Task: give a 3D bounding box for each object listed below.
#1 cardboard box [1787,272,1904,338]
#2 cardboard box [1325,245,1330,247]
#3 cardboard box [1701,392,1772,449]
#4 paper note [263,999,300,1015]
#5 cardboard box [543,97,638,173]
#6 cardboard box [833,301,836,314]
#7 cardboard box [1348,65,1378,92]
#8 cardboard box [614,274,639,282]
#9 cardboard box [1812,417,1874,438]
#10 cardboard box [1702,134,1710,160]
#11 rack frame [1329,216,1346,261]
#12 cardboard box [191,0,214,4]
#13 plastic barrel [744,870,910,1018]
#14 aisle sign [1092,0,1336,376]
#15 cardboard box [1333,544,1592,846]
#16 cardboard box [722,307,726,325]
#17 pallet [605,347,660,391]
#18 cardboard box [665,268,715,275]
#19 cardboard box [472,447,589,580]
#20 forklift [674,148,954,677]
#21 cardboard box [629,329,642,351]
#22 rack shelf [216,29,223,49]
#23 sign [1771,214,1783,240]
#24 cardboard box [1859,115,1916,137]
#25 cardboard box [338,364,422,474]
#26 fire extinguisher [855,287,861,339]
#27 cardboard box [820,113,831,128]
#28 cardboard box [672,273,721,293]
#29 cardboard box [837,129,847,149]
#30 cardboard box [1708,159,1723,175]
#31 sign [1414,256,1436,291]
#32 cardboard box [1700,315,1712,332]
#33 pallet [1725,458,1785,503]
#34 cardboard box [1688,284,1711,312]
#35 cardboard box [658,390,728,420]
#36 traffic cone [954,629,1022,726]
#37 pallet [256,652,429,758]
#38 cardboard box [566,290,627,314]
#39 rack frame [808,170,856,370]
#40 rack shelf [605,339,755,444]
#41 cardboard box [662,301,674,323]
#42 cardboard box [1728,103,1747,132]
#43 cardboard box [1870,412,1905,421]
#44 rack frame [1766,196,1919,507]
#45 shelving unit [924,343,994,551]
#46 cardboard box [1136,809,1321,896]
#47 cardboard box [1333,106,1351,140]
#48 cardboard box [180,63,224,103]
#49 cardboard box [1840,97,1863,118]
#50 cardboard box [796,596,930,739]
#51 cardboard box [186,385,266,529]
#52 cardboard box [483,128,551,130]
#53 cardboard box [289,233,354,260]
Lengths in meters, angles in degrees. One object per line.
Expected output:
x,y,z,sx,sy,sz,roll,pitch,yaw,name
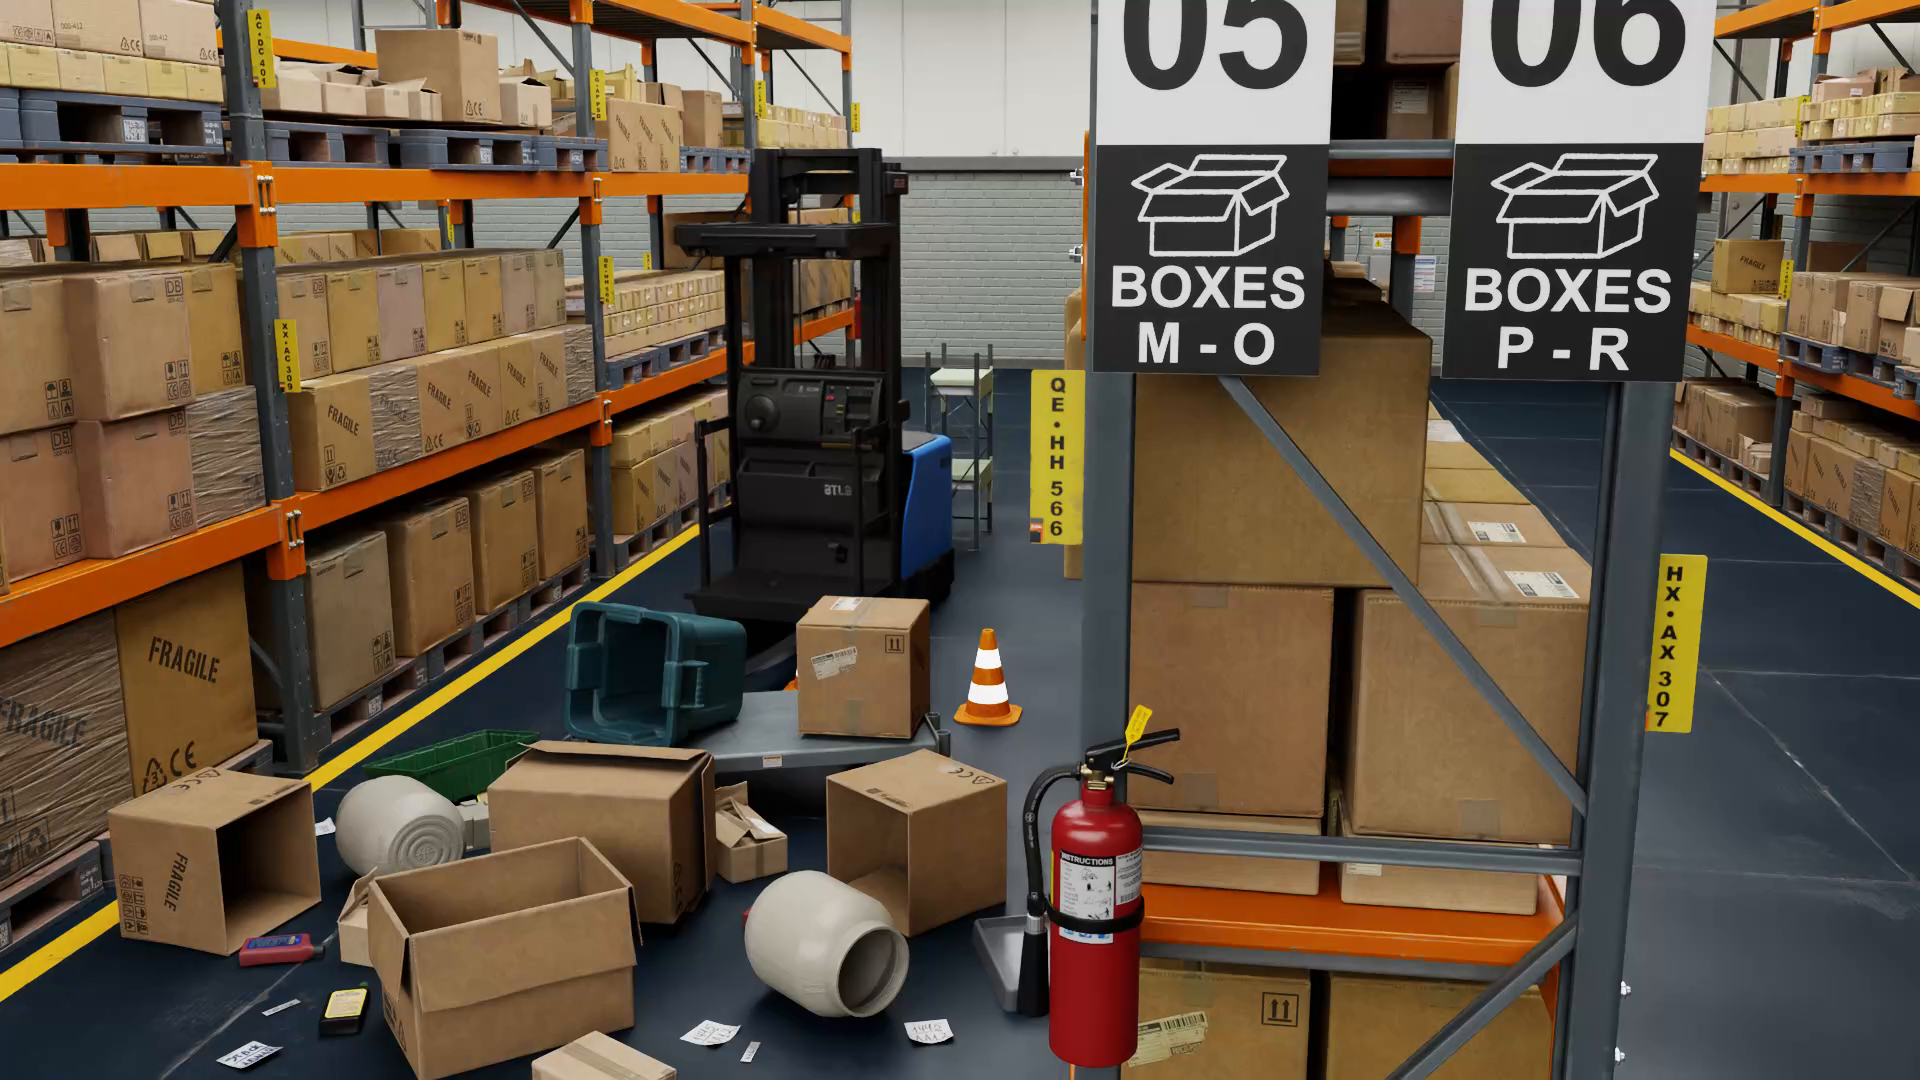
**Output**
7.181,-1.908,13.493,0.700,0.500,0.500,2,12,10,cardboard box
2.341,-1.811,11.664,0.500,0.500,0.500,2,12,9,cardboard box
7.554,-1.156,16.172,0.500,0.500,0.500,2,12,10,cardboard box
-2.297,1.582,5.629,0.032,0.001,0.123,10,15,38,paper note
-2.599,-2.839,11.692,0.500,0.500,0.500,2,12,9,cardboard box
-1.590,-2.576,18.424,0.380,0.149,0.250,2,12,8,cardboard box
1.154,-1.148,3.732,0.500,0.250,0.500,2,12,8,cardboard box
-2.970,-2.189,14.220,0.380,0.149,0.250,2,12,8,cardboard box
7.193,-0.922,13.546,0.380,0.149,0.250,2,12,7,cardboard box
7.696,-3.928,16.632,0.500,0.250,0.500,2,12,10,cardboard box
1.957,-1.075,10.860,1.000,3.000,0.127,2,12,9,rack frame
-3.307,-2.282,6.813,0.380,0.149,0.250,2,12,8,cardboard box
-0.452,1.371,5.627,0.421,0.421,0.512,-10,16,-40,plastic barrel
0.430,-0.677,2.842,0.394,0.787,0.004,2,12,9,aisle sign
1.073,0.307,3.506,0.500,0.500,0.500,2,12,8,cardboard box
-2.240,-1.986,14.688,0.380,0.149,0.250,2,12,9,cardboard box
-2.946,-1.272,12.231,1.213,0.211,1.003,2,12,9,pallet
-2.540,-2.351,15.838,0.500,0.500,0.500,2,12,9,cardboard box
-3.133,-0.196,11.125,1.050,0.750,0.750,2,12,8,cardboard box
-0.979,-0.829,9.883,1.130,2.935,3.031,4,13,18,forklift
-2.600,-1.495,12.410,0.380,0.149,0.250,3,12,11,cardboard box
-7.528,-4.198,13.768,1.077,0.370,4.000,2,12,9,rack shelf
8.637,-3.278,17.587,0.100,0.325,0.005,2,12,9,sign
6.835,-3.030,12.177,0.380,0.149,0.250,2,12,10,cardboard box
-3.142,-0.636,8.588,0.500,0.500,0.500,2,12,9,cardboard box
-1.225,-2.697,19.455,0.296,0.674,0.183,2,12,9,fire extinguisher
-1.588,-4.473,17.731,0.380,0.149,0.250,2,12,10,cardboard box
-2.286,-2.220,14.364,0.380,0.149,0.250,1,12,7,cardboard box
-1.539,-4.413,18.398,0.500,0.250,0.500,1,12,7,cardboard box
7.569,-3.653,16.301,0.380,0.149,0.250,2,12,8,cardboard box
6.604,-3.797,23.716,0.329,0.494,0.001,2,12,9,sign
7.523,-2.131,16.358,0.380,0.149,0.250,2,12,7,cardboard box
7.583,-0.527,14.938,1.003,0.211,1.213,2,12,9,pallet
7.679,-2.461,16.944,0.500,0.250,0.500,2,12,9,cardboard box
-2.292,-1.127,14.258,0.500,0.250,0.500,2,12,11,cardboard box
0.149,0.695,8.672,0.336,0.463,0.334,2,12,9,traffic cone
-3.521,0.819,8.693,1.003,0.211,1.213,2,12,9,pallet
-2.649,-1.733,12.103,0.380,0.149,0.250,2,12,7,cardboard box
-1.720,-2.879,19.234,1.000,3.000,0.127,2,12,9,rack frame
-2.643,-1.279,13.514,1.077,0.370,4.000,2,12,9,rack shelf
-2.481,-1.804,13.138,0.380,0.149,0.250,2,12,8,cardboard box
7.547,-3.962,15.600,0.500,0.250,0.500,2,12,10,cardboard box
7.705,-0.962,13.733,0.380,0.149,0.250,1,12,6,cardboard box
7.477,-1.747,13.981,1.000,3.000,0.127,2,12,9,rack frame
-0.001,-0.732,12.829,0.431,1.500,0.755,2,12,9,shelving unit
0.572,0.629,3.552,0.380,0.149,0.250,2,12,11,cardboard box
1.262,-1.191,4.877,0.380,0.149,0.250,2,12,8,cardboard box
-3.305,-1.893,6.898,0.380,0.149,0.250,2,12,8,cardboard box
6.932,-3.279,12.623,0.380,0.149,0.250,2,12,8,cardboard box
-0.422,0.558,7.418,0.500,0.500,0.500,2,12,9,cardboard box
-3.610,-0.377,7.269,0.875,0.550,0.550,2,12,9,cardboard box
-2.825,-2.689,10.549,0.380,0.166,0.250,2,12,9,cardboard box
-6.735,-2.969,17.521,0.500,0.500,0.500,1,12,7,cardboard box
